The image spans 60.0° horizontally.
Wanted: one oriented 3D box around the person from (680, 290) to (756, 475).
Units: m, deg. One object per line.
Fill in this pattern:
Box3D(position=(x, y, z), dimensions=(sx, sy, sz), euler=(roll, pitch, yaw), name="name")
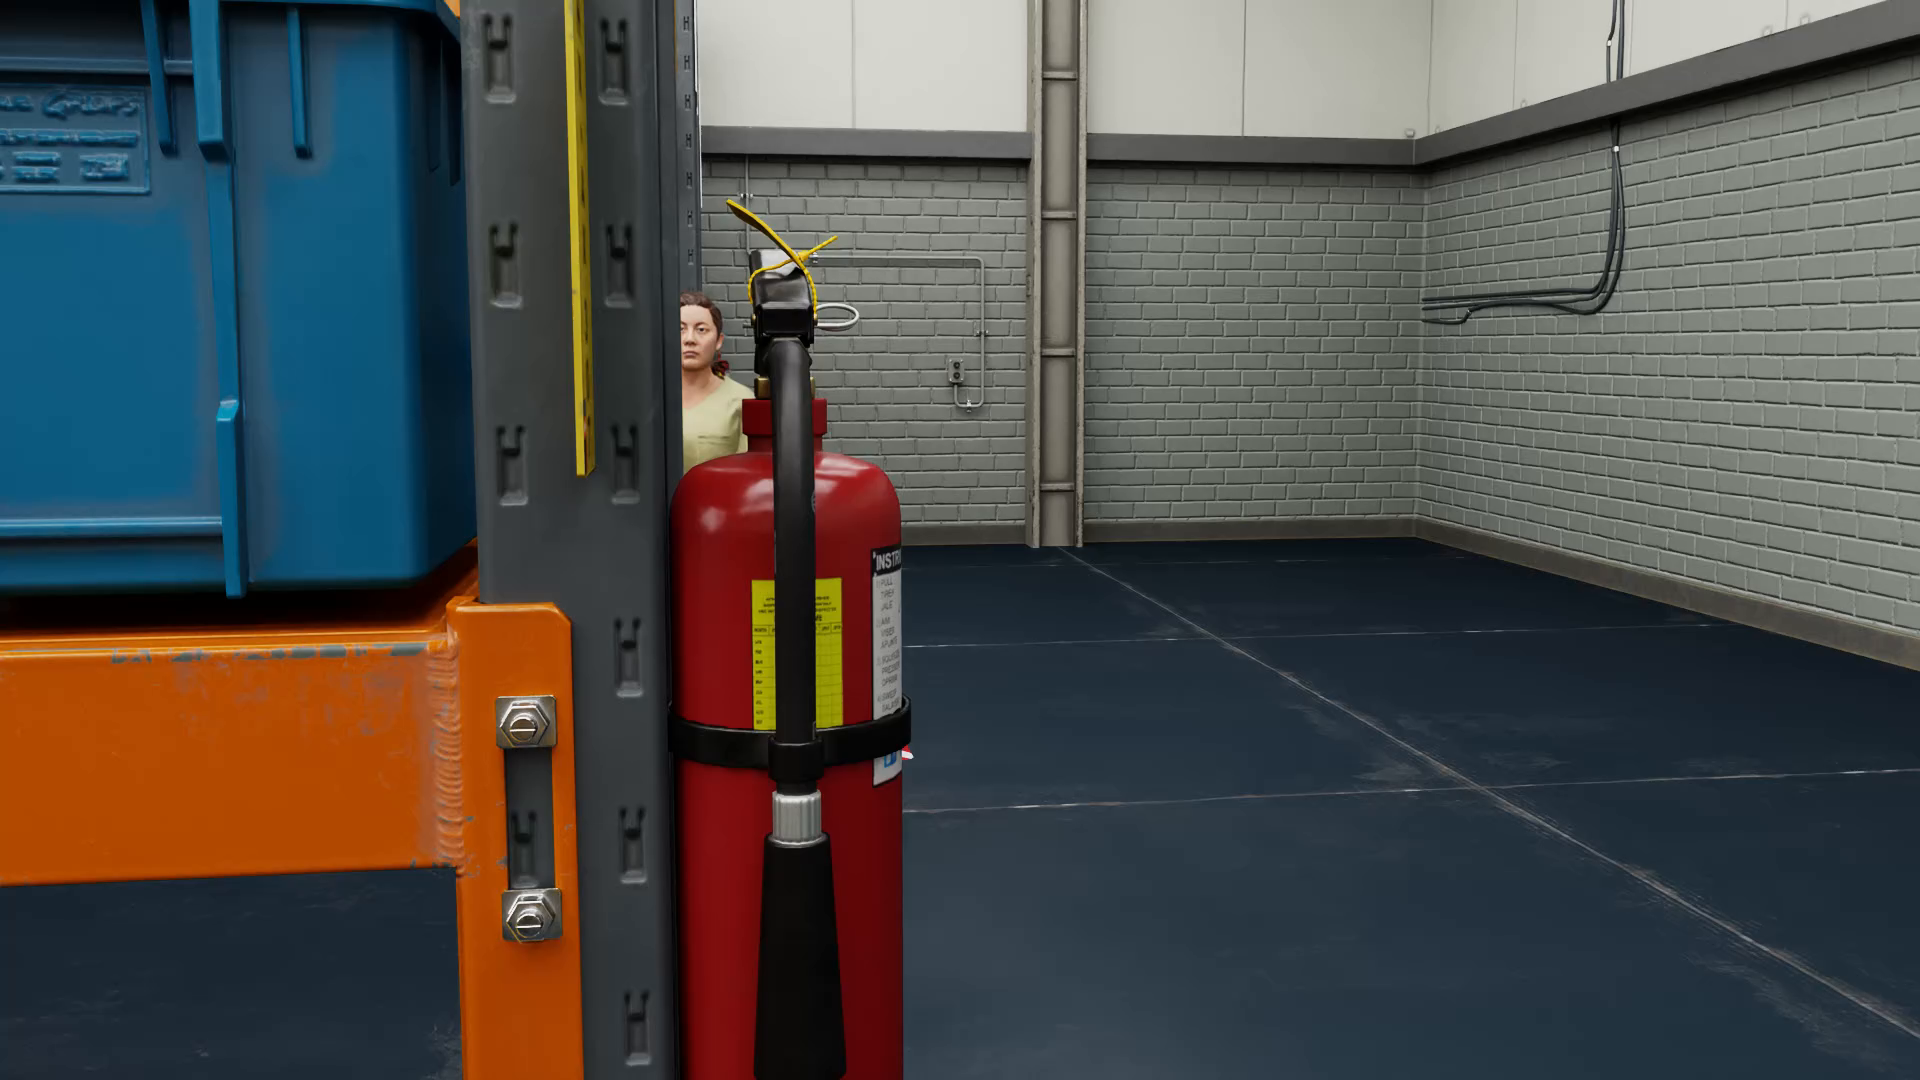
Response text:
Box3D(position=(-0.804, 0.094, 4.984), dimensions=(0.459, 1.672, 0.499), euler=(0, 7, -1), name="person")
